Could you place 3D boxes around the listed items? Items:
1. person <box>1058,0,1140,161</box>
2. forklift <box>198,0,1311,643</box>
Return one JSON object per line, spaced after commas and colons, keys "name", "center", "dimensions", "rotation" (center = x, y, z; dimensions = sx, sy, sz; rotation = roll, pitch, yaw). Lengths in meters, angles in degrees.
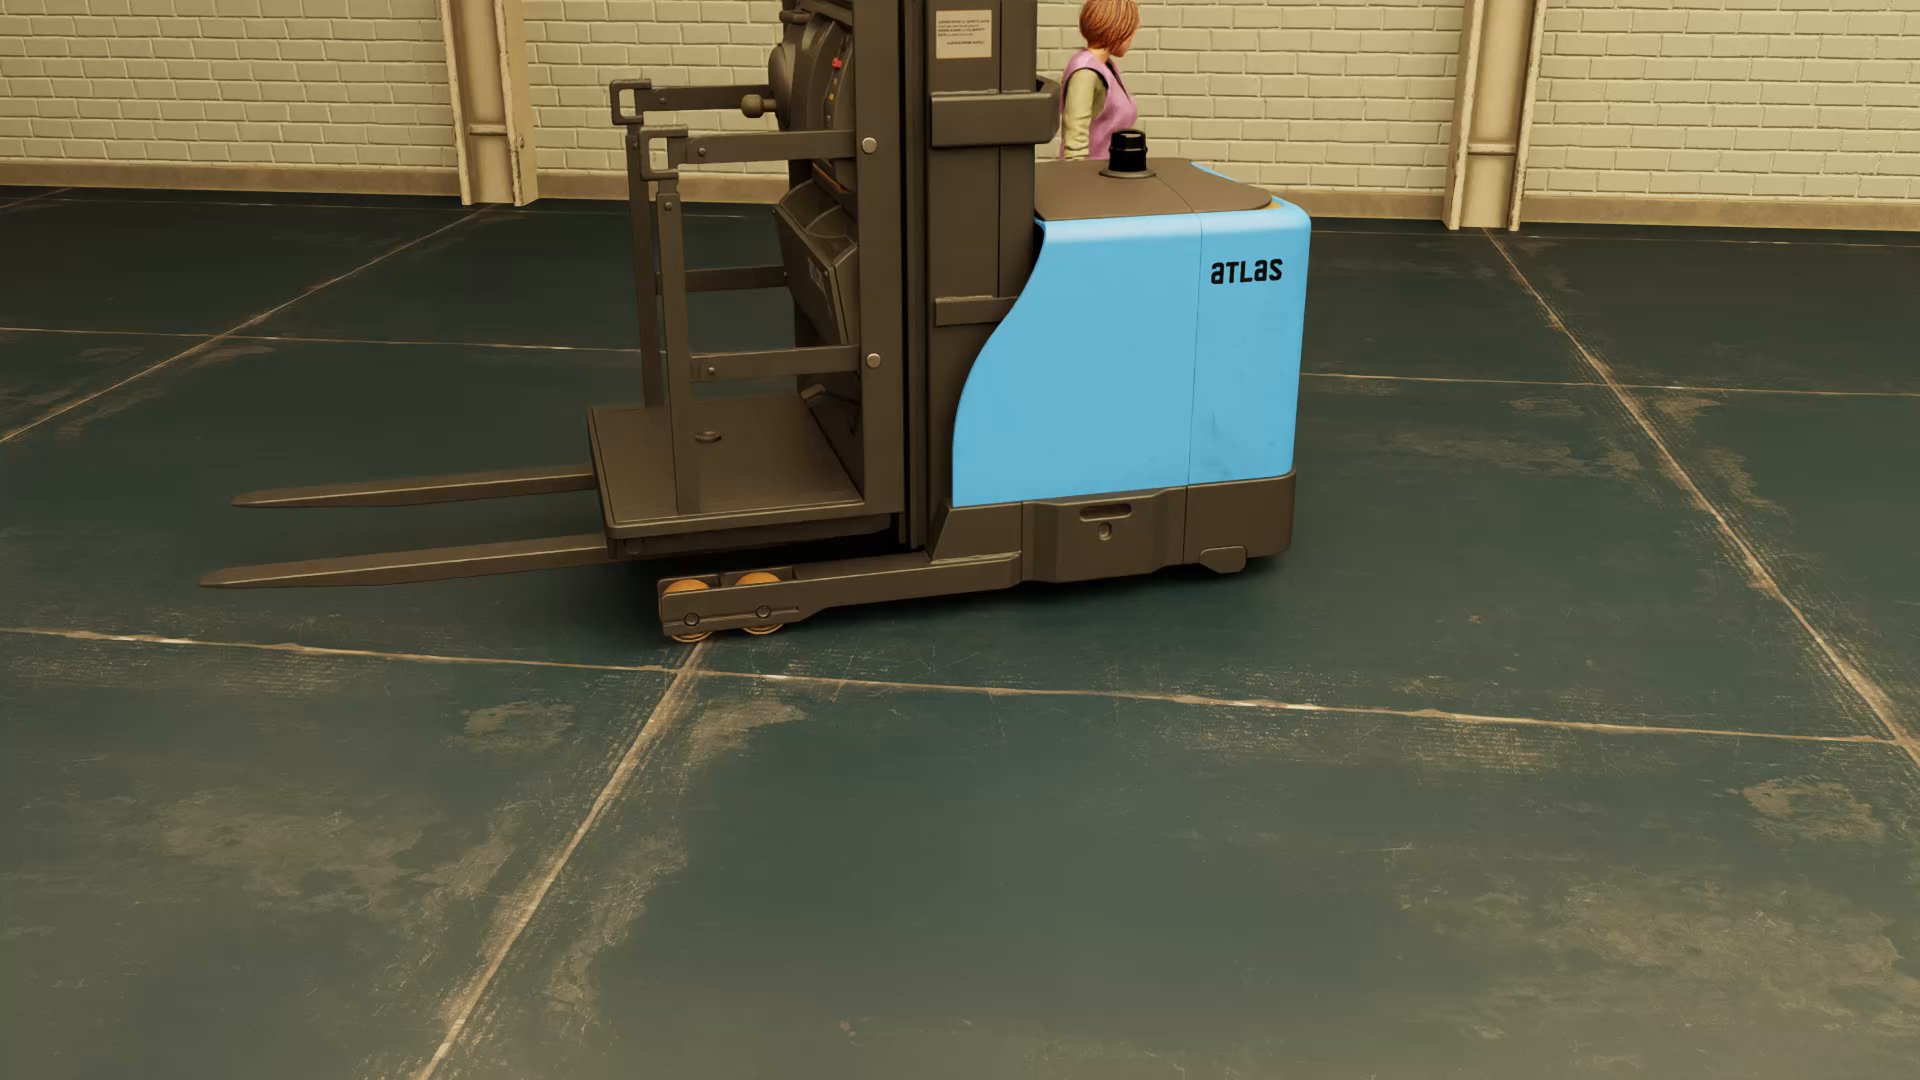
{"name": "person", "center": [0.541, -1.200, 6.085], "dimensions": [0.677, 1.555, 0.583], "rotation": [3, 22, 8]}
{"name": "forklift", "center": [-0.588, -1.301, 4.485], "dimensions": [3.031, 2.935, 1.130], "rotation": [-6, 23, -14]}
